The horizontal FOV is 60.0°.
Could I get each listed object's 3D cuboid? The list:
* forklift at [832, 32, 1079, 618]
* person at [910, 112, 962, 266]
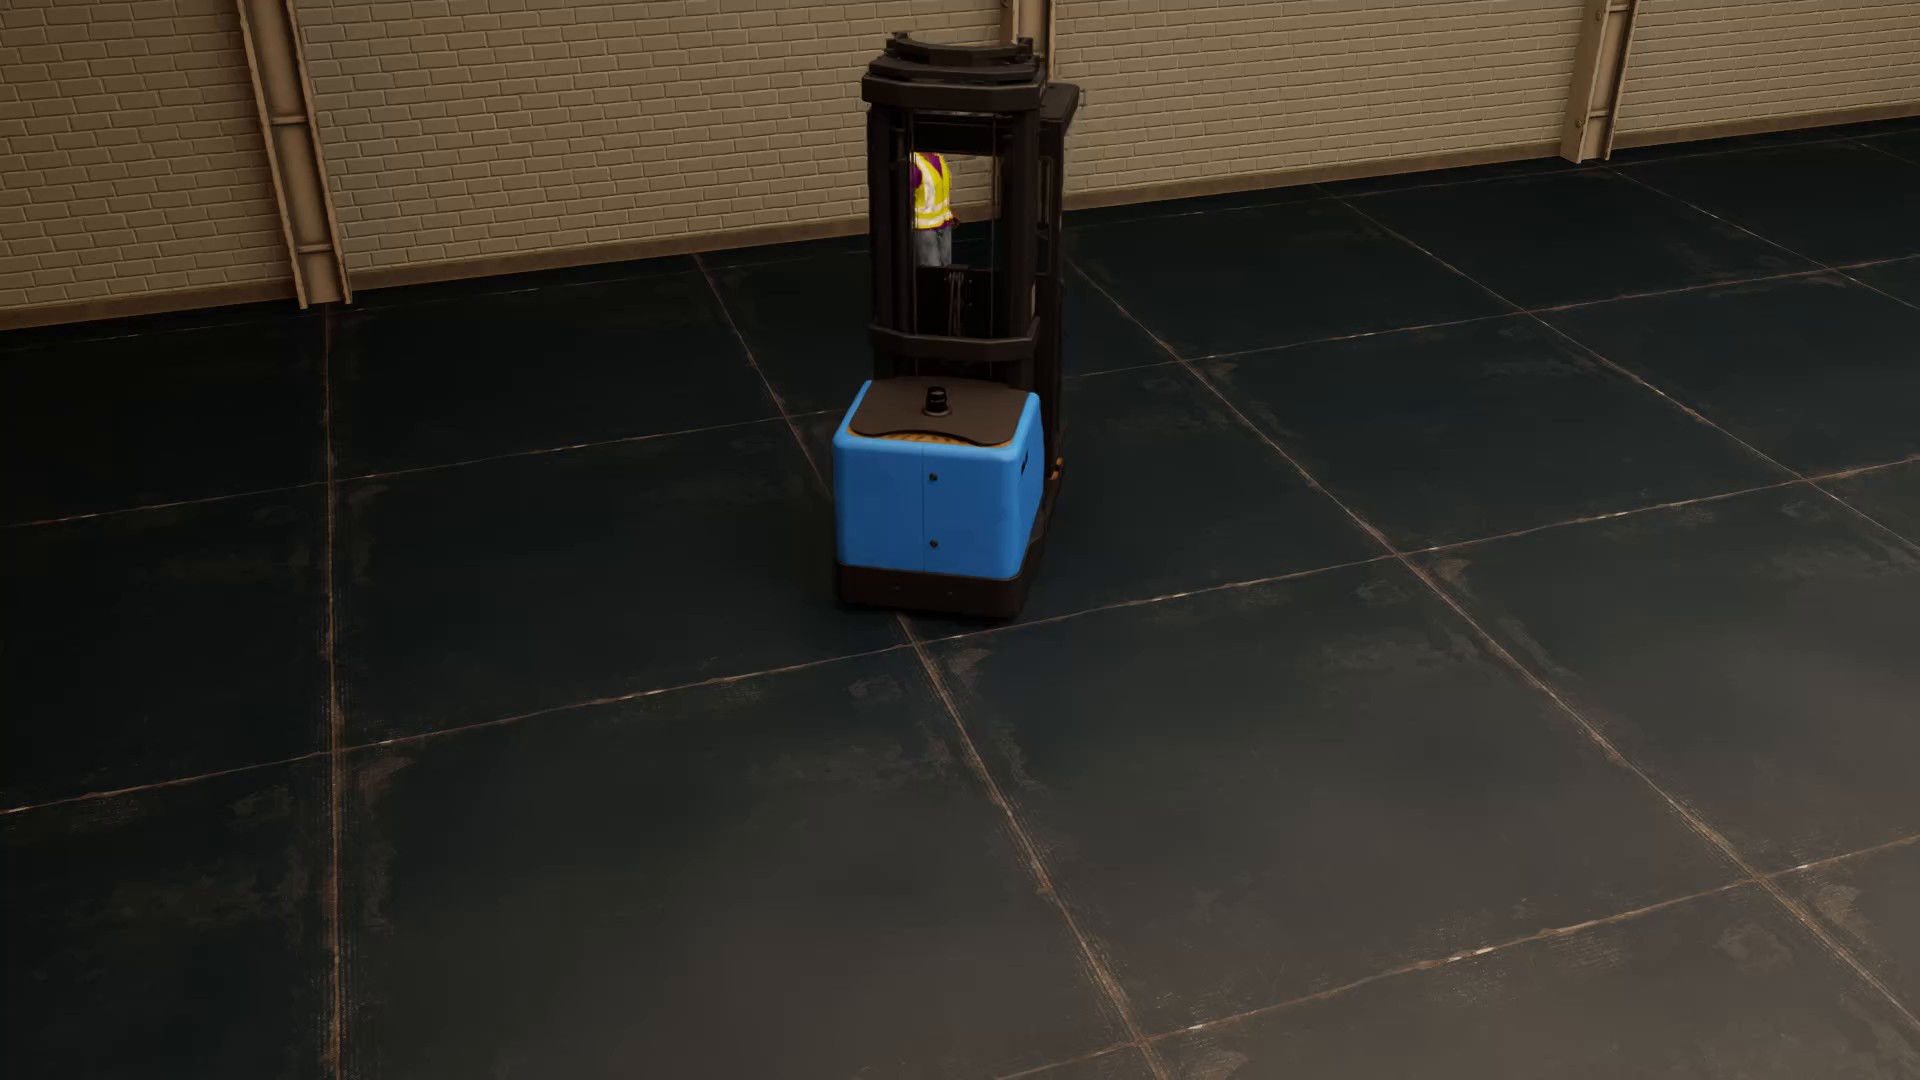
[{"bbox_3d":[0.074,-1.562,9.802,1.130,2.935,3.031,5,30,9],"label":"forklift"},{"bbox_3d":[-0.201,-2.336,12.373,0.481,1.757,0.681,15,33,25],"label":"person"}]
